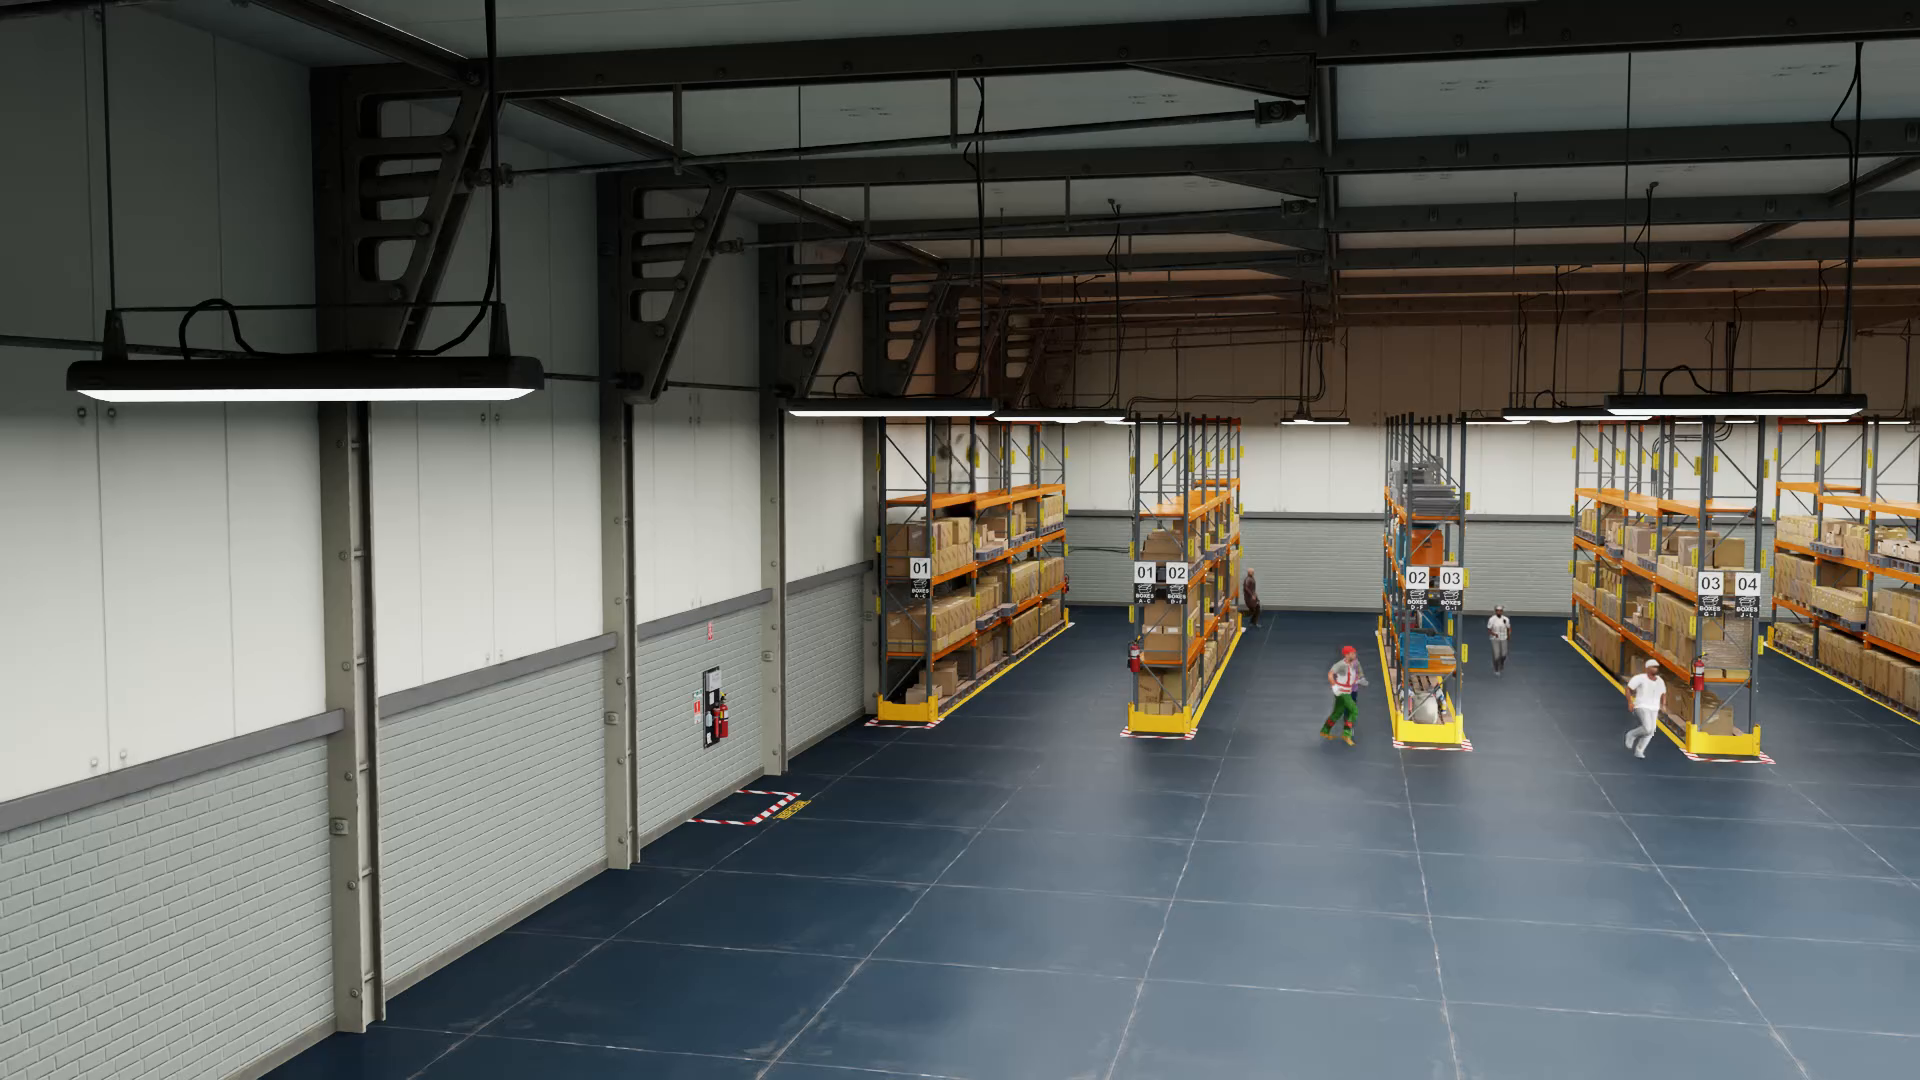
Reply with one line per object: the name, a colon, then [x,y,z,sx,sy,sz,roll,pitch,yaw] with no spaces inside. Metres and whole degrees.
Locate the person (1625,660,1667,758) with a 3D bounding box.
person: [11.969,2.923,28.899,0.745,1.691,0.545,-1,4,-11]

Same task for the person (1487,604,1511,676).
person: [12.431,2.309,38.309,0.570,1.661,0.553,1,4,8]

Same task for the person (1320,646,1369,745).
person: [6.954,2.817,30.133,0.854,1.824,0.588,2,4,24]

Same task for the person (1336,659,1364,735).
person: [7.310,2.824,31.233,0.495,1.626,0.974,0,4,3]

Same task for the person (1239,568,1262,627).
person: [8.252,1.647,47.645,0.740,1.722,0.746,2,4,24]
